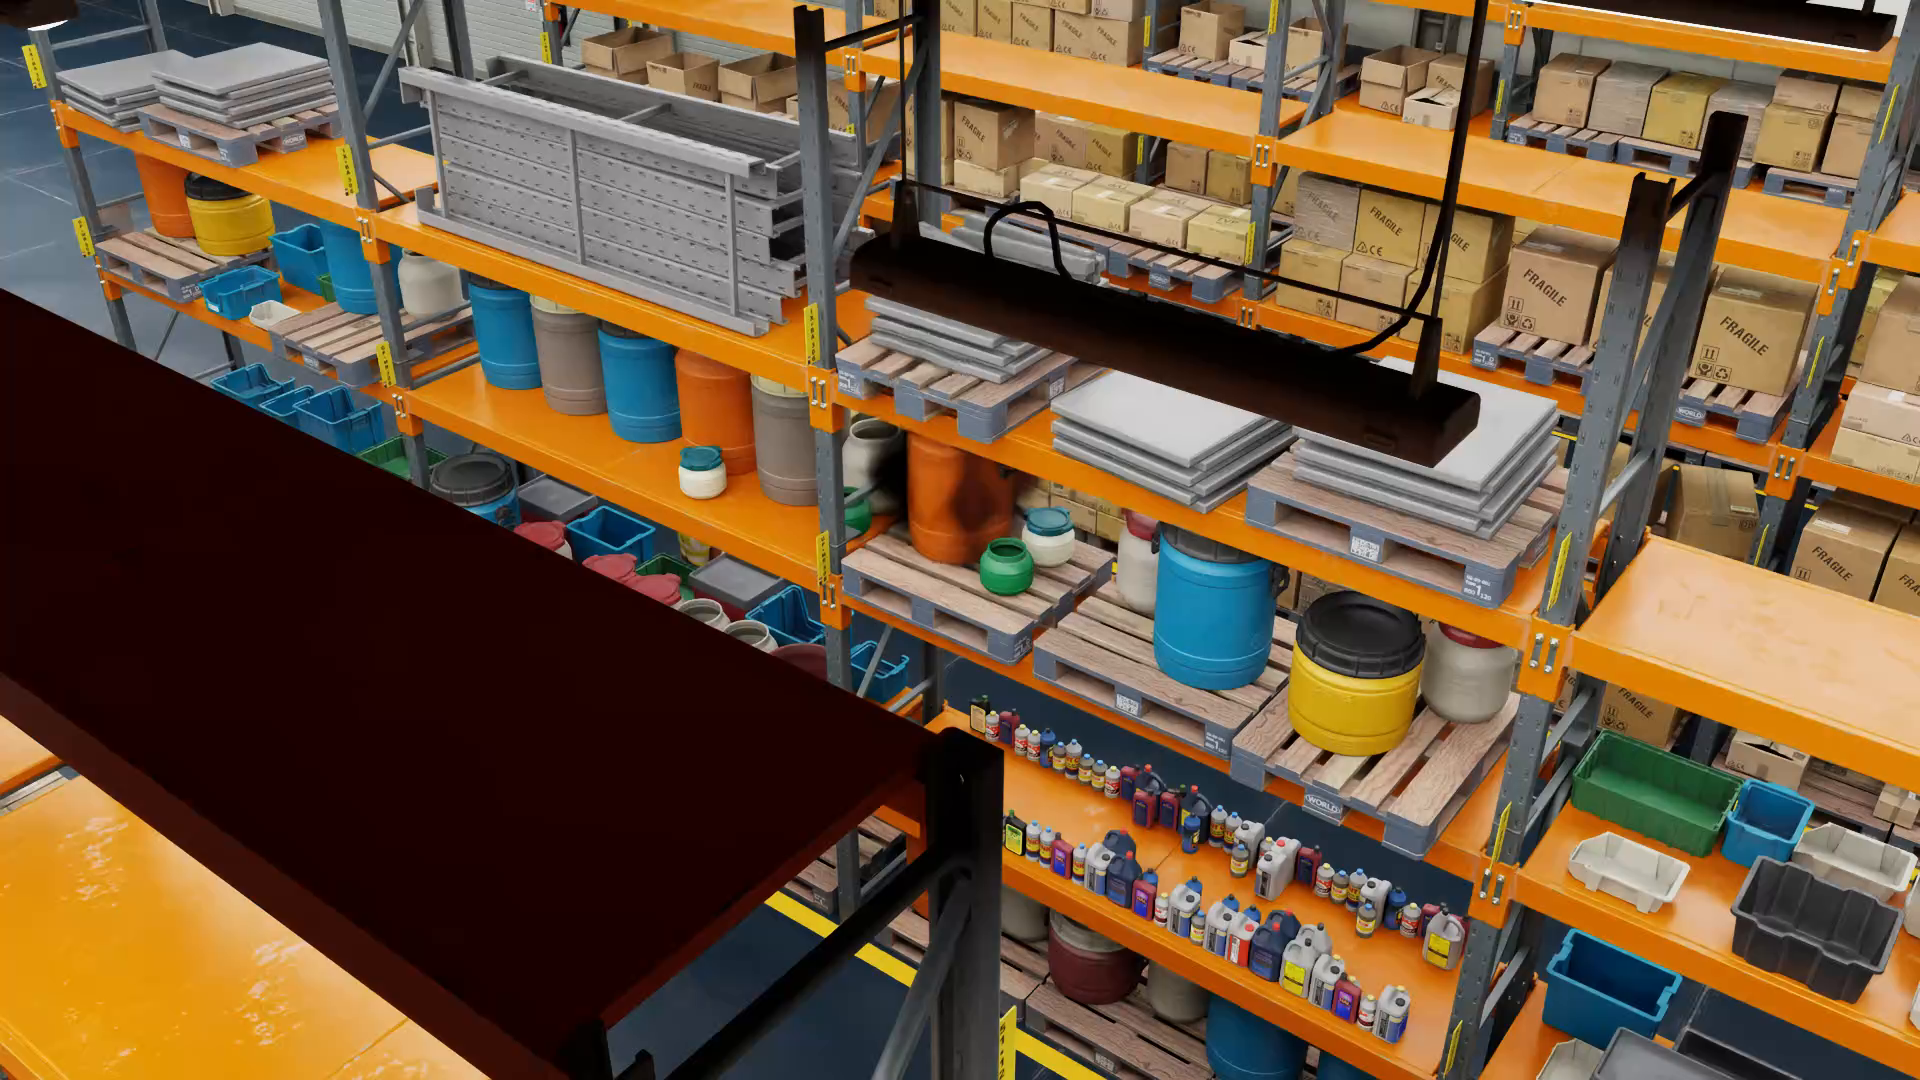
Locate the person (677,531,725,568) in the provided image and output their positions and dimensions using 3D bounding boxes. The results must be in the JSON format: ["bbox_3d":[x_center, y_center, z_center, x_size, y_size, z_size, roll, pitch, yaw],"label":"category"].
[{"bbox_3d":[-2.103,0.139,13.344,0.422,1.785,0.592,-21,37,-30],"label":"person"}]
